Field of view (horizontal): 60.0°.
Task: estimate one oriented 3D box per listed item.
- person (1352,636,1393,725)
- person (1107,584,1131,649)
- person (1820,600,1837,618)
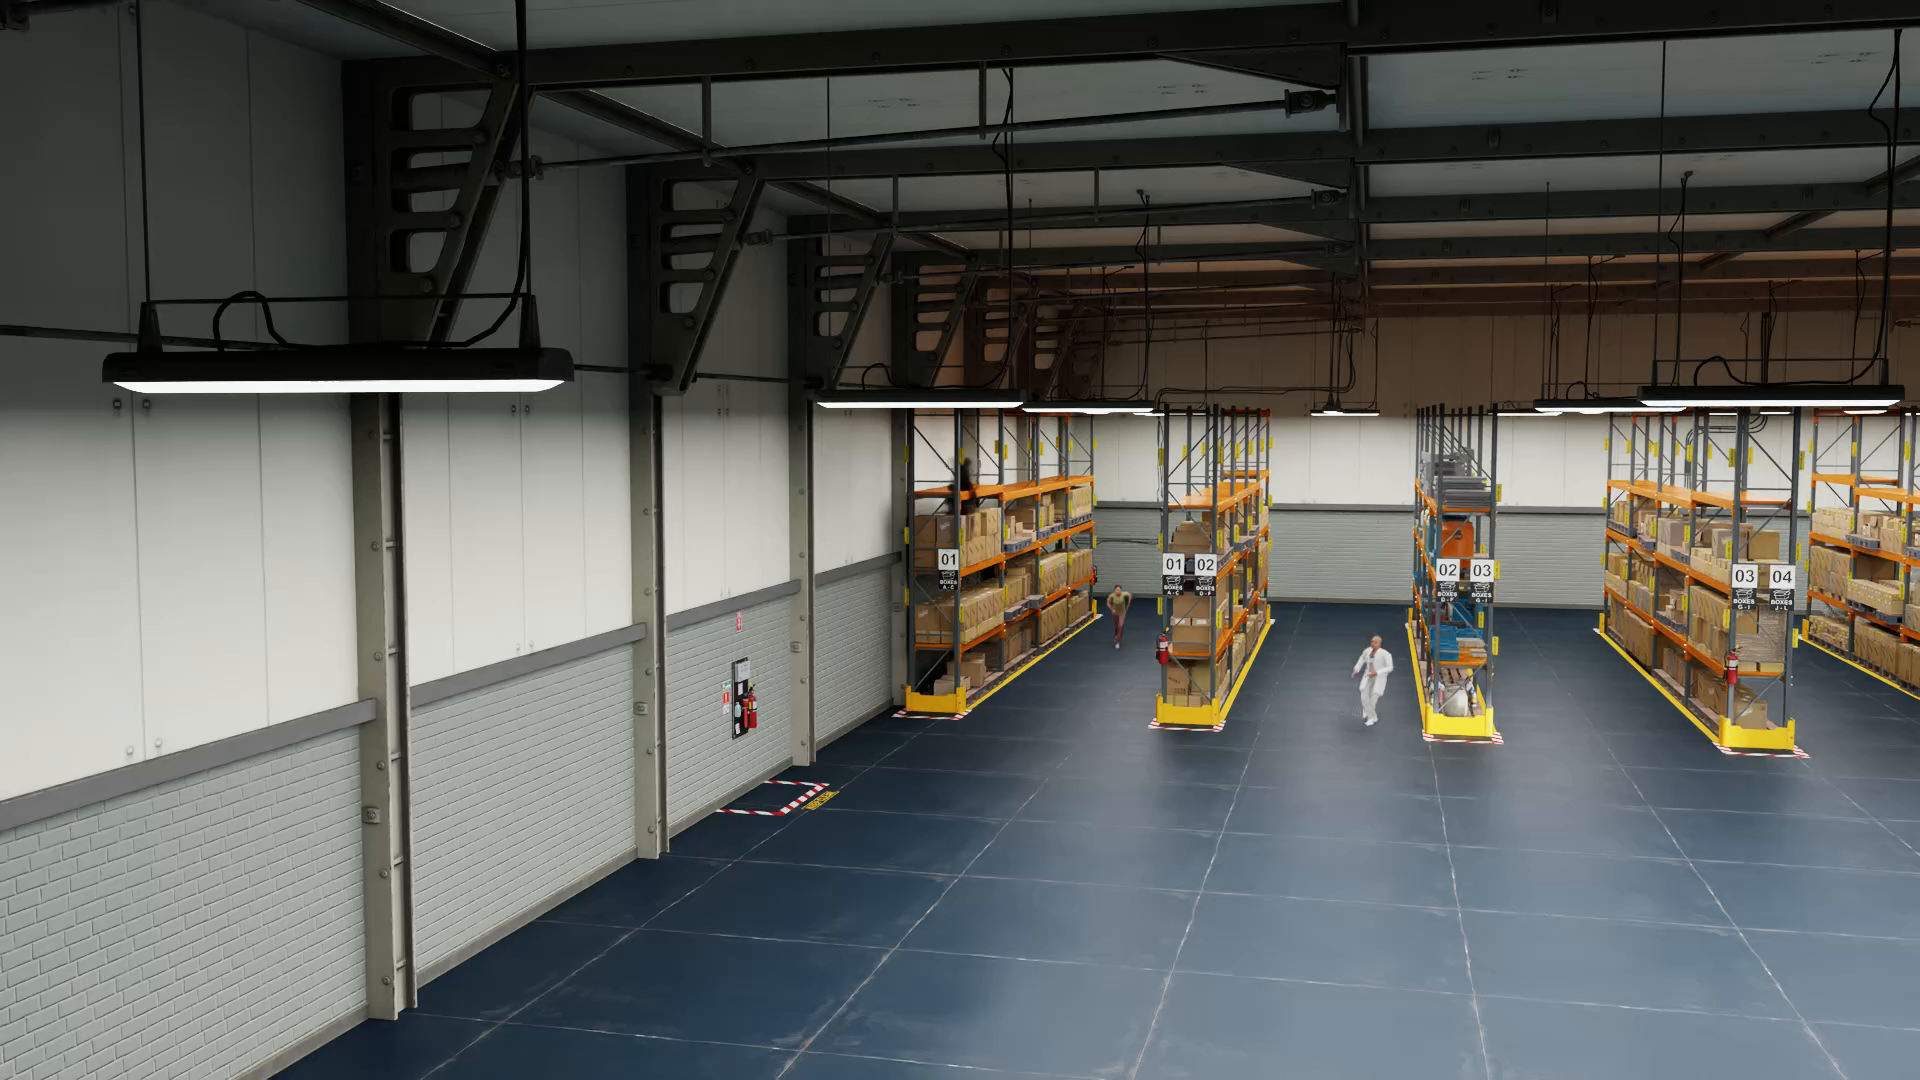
[{"bbox_3d":[7.779,2.633,31.247,0.808,1.704,0.650,3,5,31],"label":"person"},{"bbox_3d":[3.989,1.895,41.860,0.613,1.625,1.009,0,4,3],"label":"person"},{"bbox_3d":[23.111,1.676,43.993,0.722,1.718,0.680,1,4,17],"label":"person"}]
